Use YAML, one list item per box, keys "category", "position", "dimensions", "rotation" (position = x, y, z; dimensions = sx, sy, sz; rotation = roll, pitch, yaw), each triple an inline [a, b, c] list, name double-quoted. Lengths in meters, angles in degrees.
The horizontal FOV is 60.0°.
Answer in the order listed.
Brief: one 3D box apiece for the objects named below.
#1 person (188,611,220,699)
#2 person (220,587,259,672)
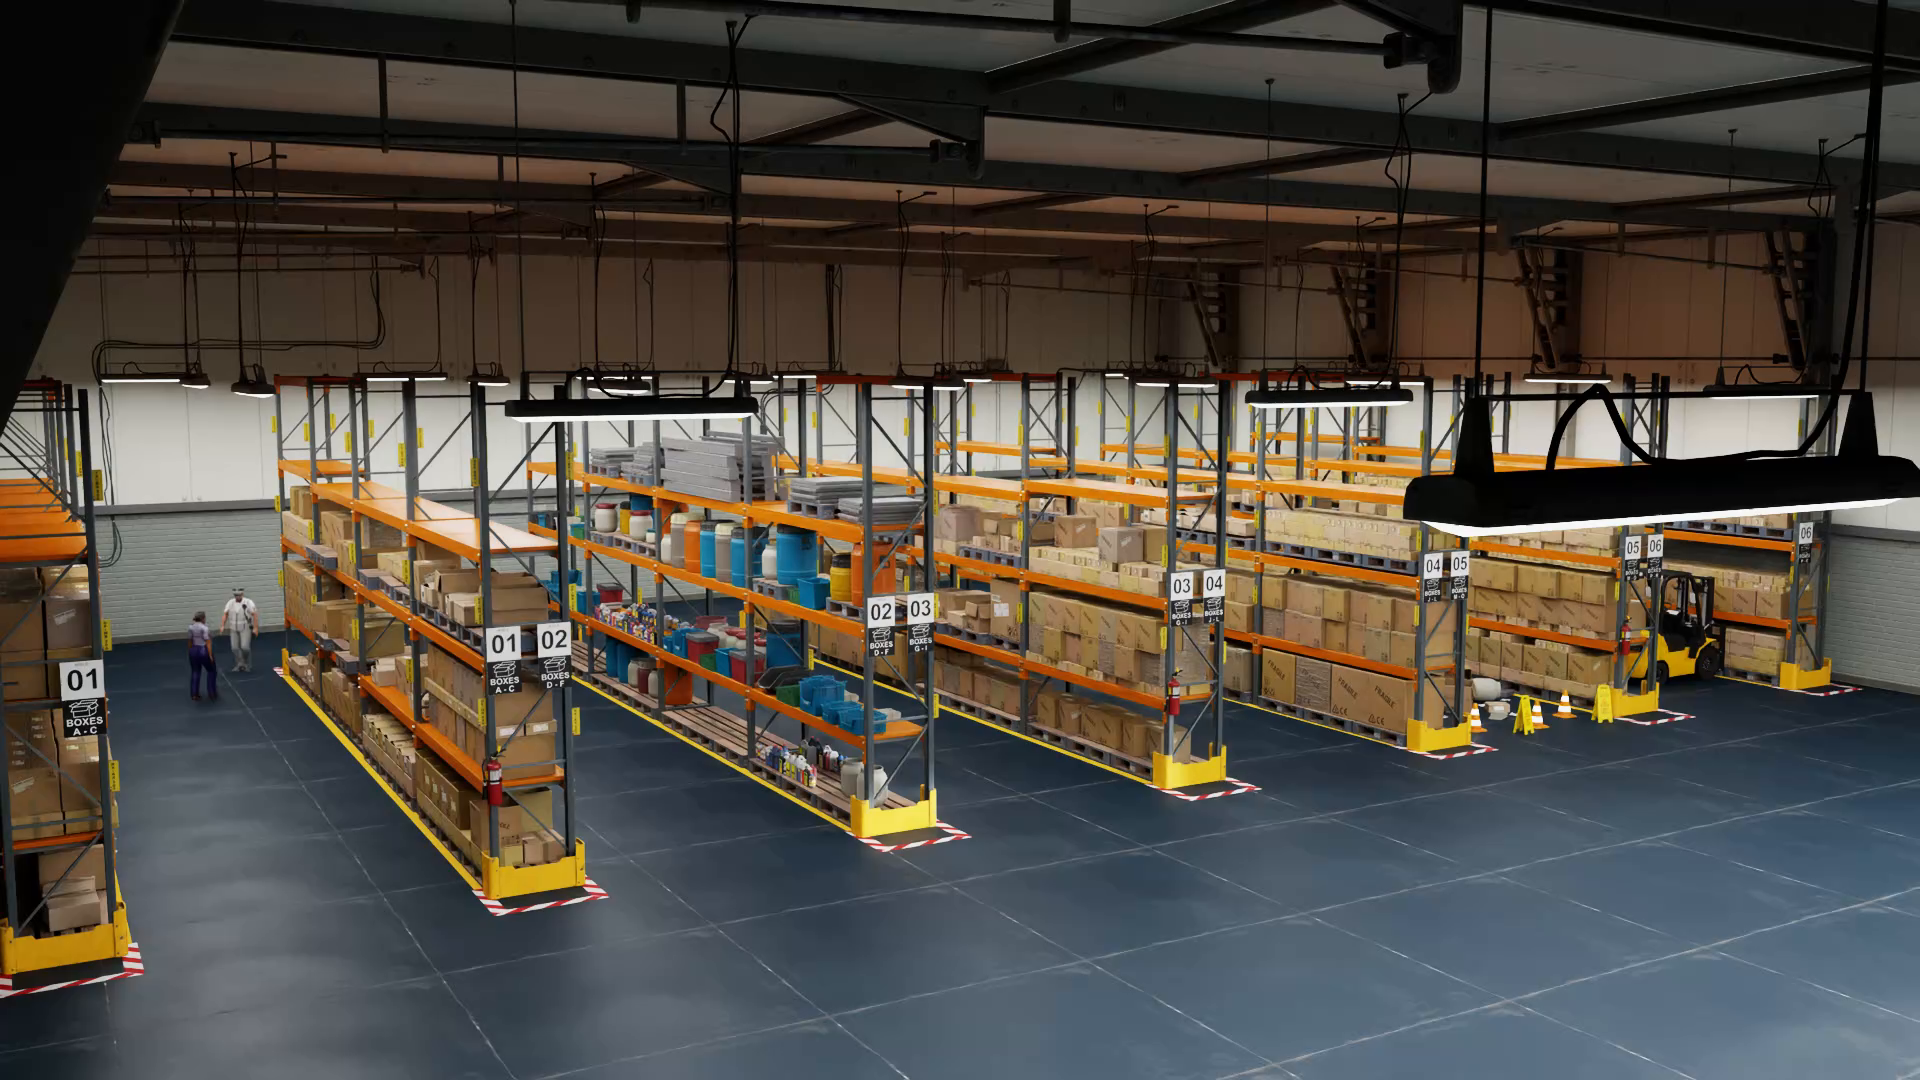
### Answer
- category: "person"
  position: [-14.092, 2.173, 30.927]
  dimensions: [0.530, 1.725, 0.529]
  rotation: [1, 6, 9]
- category: "person"
  position: [-14.535, 1.856, 33.574]
  dimensions: [0.675, 1.835, 0.506]
  rotation: [0, 6, 0]
